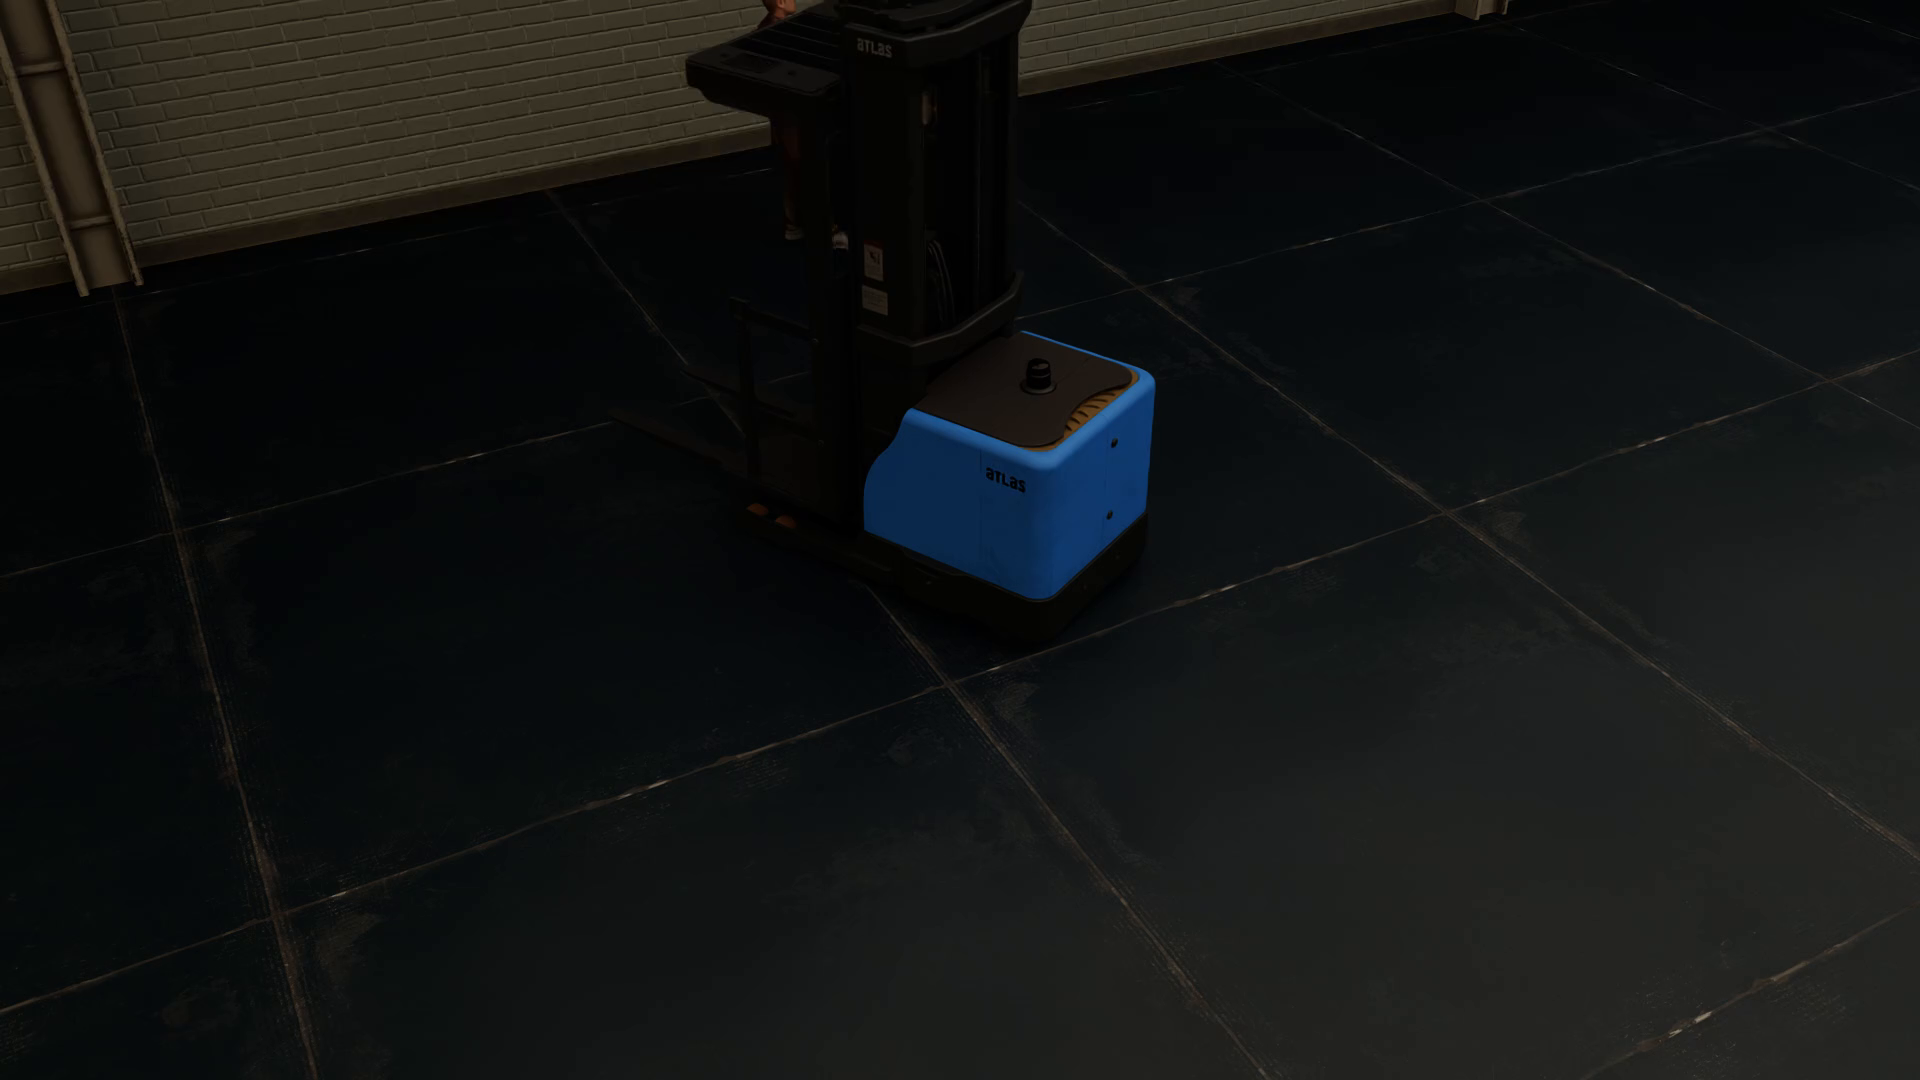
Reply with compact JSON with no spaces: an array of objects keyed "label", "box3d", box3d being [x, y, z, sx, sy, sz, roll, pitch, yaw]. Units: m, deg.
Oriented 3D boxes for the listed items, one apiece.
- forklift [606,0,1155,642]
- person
[{"label":"forklift","box3d":[-0.550,-1.383,8.079,3.031,2.935,1.130,22,41,28]},{"label":"person","box3d":[-1.023,-2.866,11.169,0.580,1.781,0.709,-10,37,-14]}]
